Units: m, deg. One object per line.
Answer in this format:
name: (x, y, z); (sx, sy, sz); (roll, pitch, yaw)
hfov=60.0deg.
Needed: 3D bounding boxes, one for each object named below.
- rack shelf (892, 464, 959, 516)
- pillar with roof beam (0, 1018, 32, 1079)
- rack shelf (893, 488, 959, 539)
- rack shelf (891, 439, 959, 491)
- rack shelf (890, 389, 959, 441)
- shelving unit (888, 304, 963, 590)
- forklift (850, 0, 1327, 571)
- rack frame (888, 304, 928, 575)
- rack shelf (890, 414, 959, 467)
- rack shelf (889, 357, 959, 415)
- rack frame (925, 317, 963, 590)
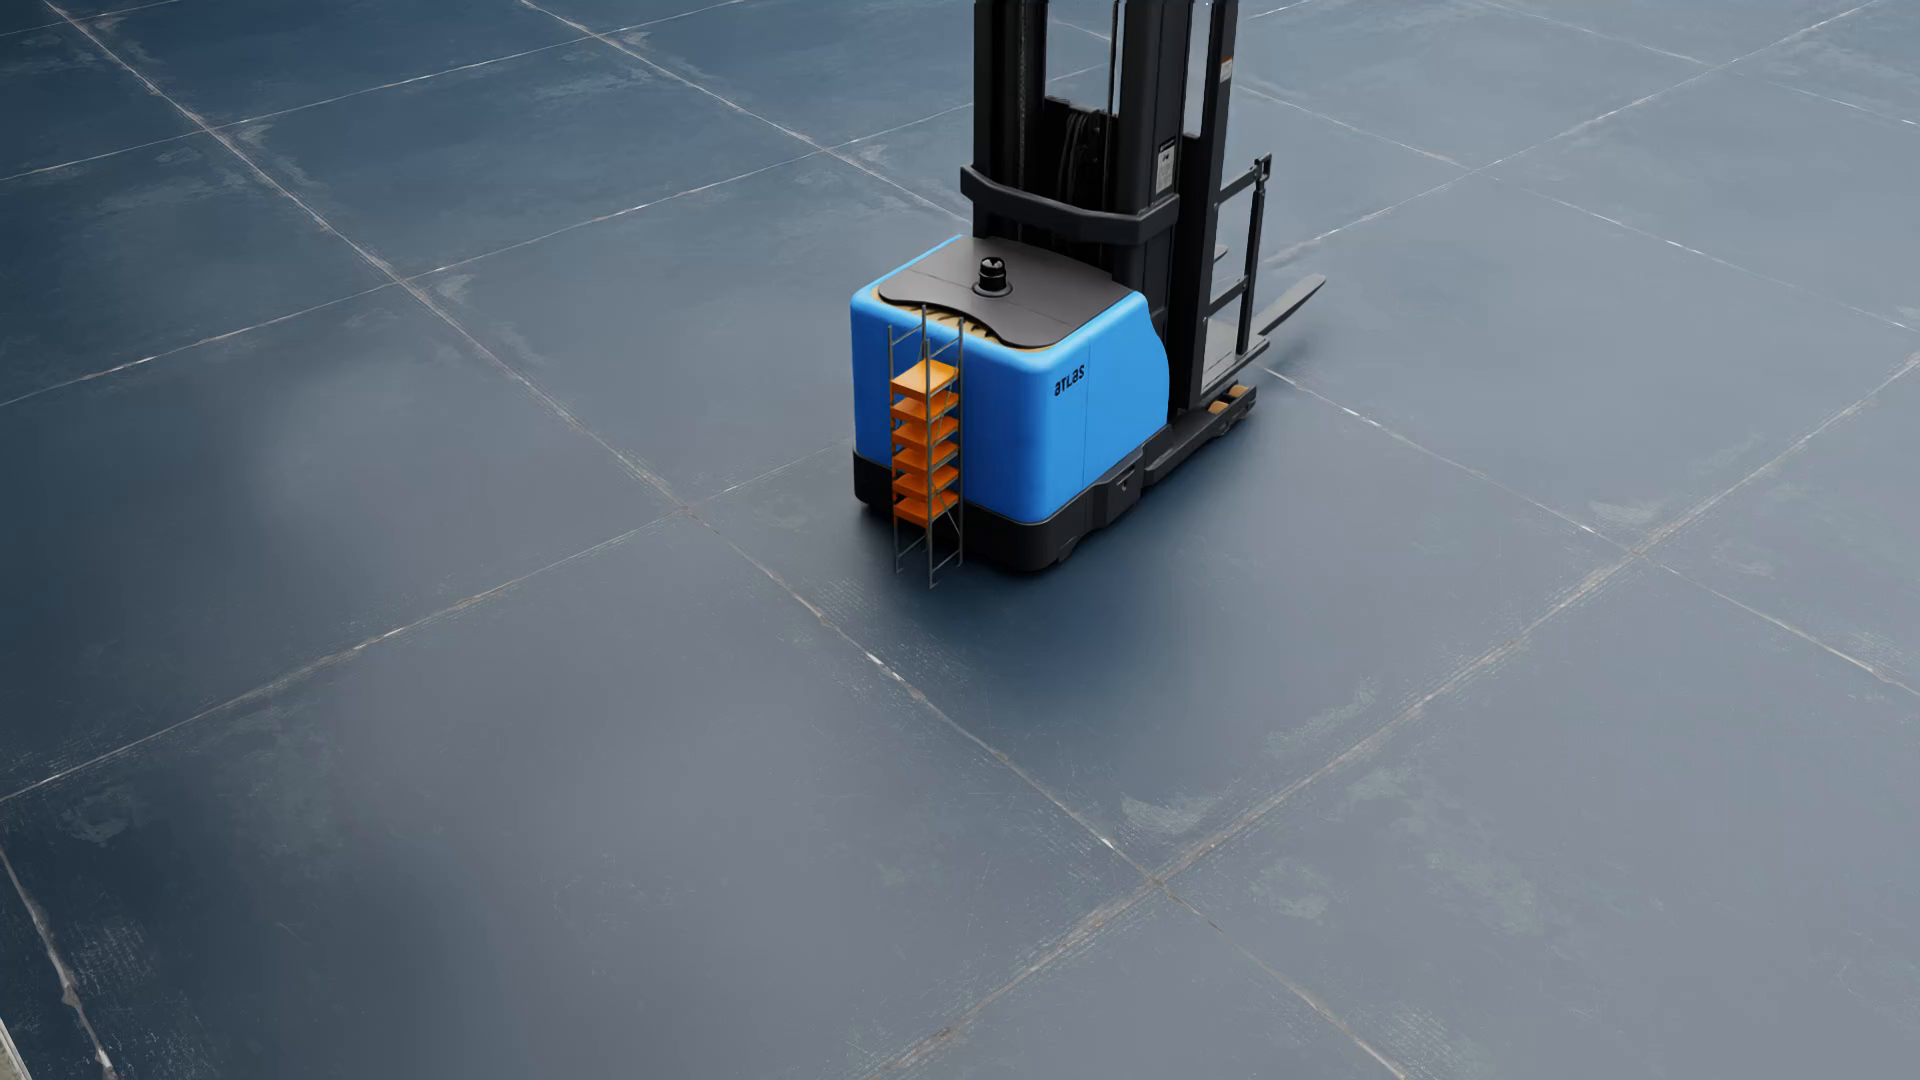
rack shelf: (-0.135, -0.231, 6.954); (0.180, 0.103, 0.258); (23, 41, 28)
pillar with roof beam: (1.439, -2.861, 3.636); (9.100, 9.000, 0.400); (-26, 43, -32)
rack shelf: (-0.135, -0.133, 7.023); (0.180, 0.103, 0.258); (23, 41, 28)
rack shelf: (-0.135, -0.328, 6.885); (0.180, 0.103, 0.258); (23, 41, 28)
rack shelf: (-0.135, -0.524, 6.746); (0.180, 0.103, 0.258); (23, 41, 28)
shelving unit: (-0.135, -0.365, 6.859); (0.189, 1.200, 0.258); (23, 41, 28)
forklift: (0.809, -1.861, 7.473); (1.130, 2.935, 3.031); (24, 42, 30)
rack frame: (-0.209, -0.396, 6.903); (0.006, 1.200, 0.240); (23, 41, 28)
rack shelf: (-0.135, -0.426, 6.815); (0.180, 0.103, 0.258); (23, 41, 28)
rack shelf: (-0.135, -0.622, 6.677); (0.180, 0.103, 0.258); (23, 41, 28)
rack frame: (-0.061, -0.334, 6.815); (0.006, 1.200, 0.240); (23, 41, 28)
